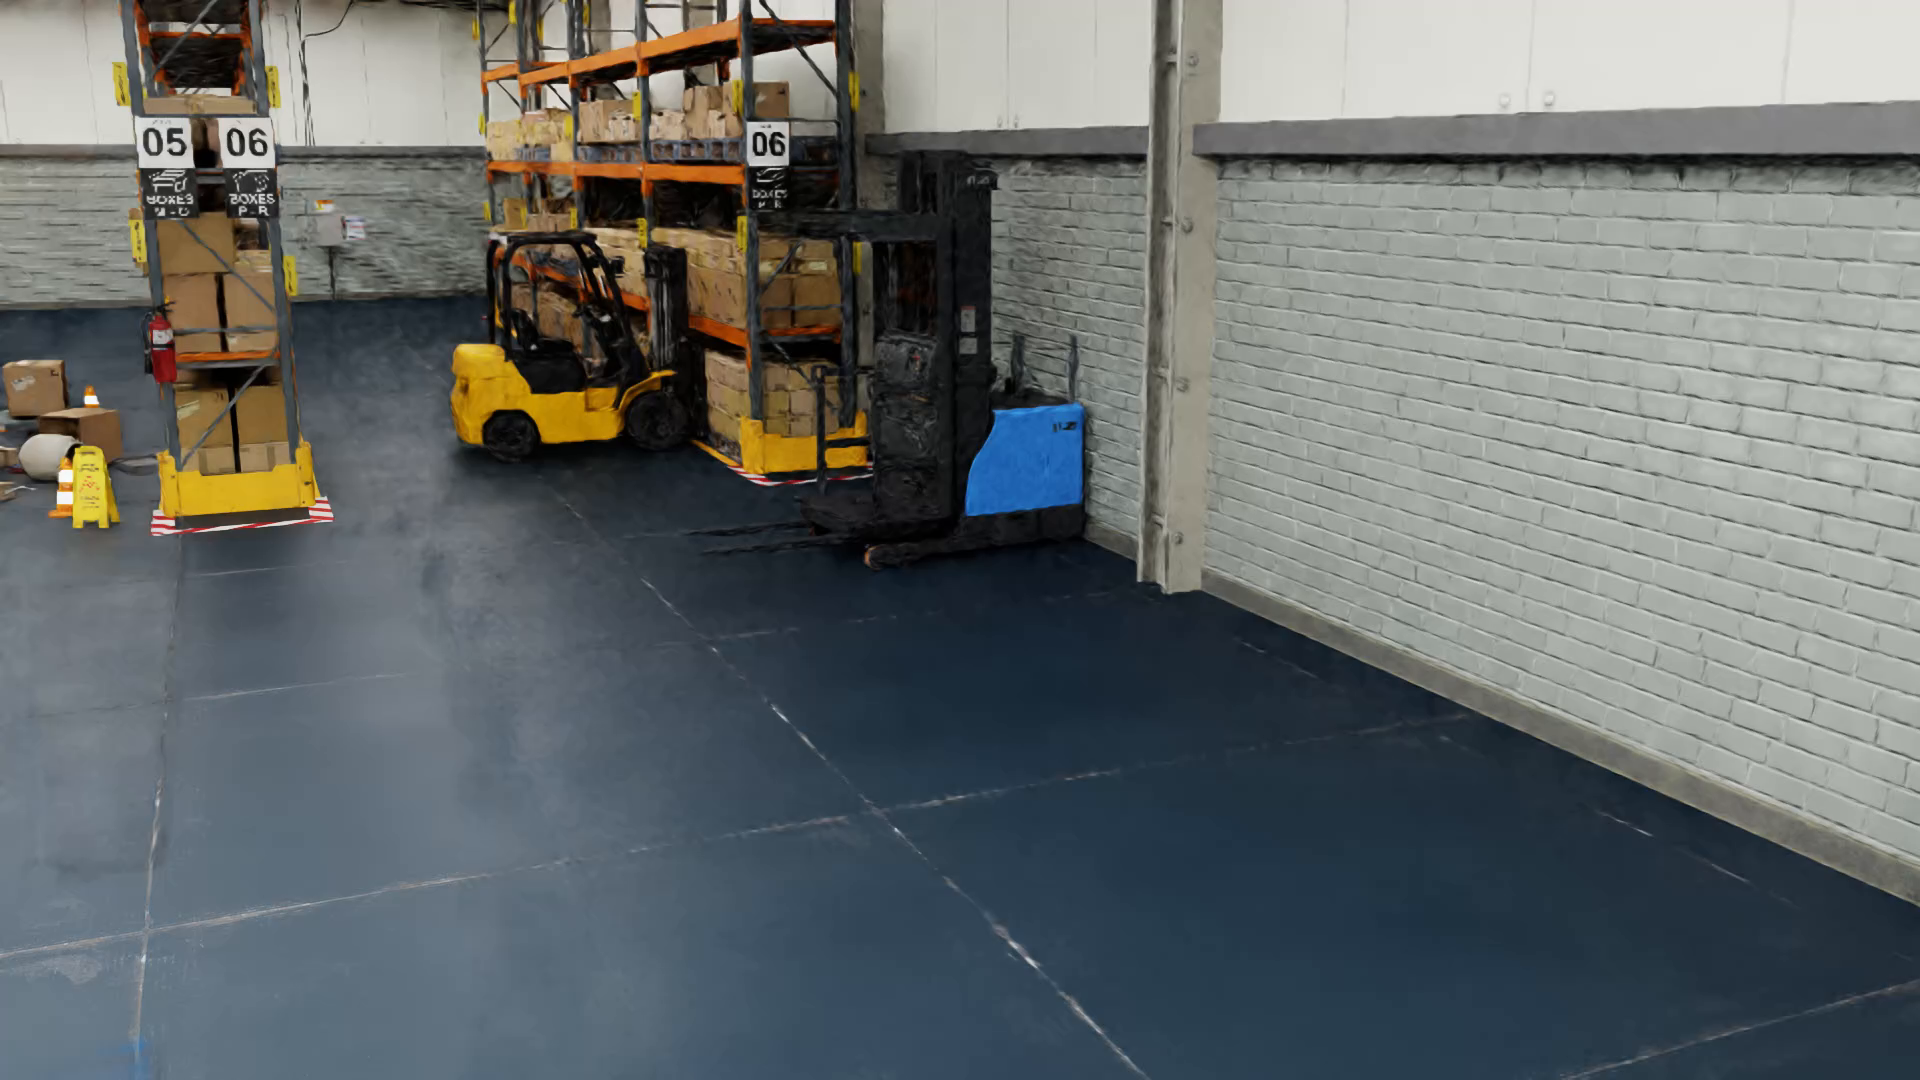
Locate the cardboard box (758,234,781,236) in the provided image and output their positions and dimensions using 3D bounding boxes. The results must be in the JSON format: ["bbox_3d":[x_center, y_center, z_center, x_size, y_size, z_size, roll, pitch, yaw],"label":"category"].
[{"bbox_3d":[-2.024,-3.086,17.230,0.380,0.149,0.250,-6,14,-23],"label":"cardboard box"}]

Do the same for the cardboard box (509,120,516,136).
[{"bbox_3d":[-6.933,-6.608,26.680,0.500,0.250,0.500,-6,14,-24],"label":"cardboard box"}]

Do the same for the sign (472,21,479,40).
[{"bbox_3d":[-8.399,-8.838,28.854,0.100,0.325,0.005,-6,14,-23],"label":"sign"}]

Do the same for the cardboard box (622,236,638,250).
[{"bbox_3d":[-3.831,-3.556,19.923,0.380,0.149,0.250,-6,14,-25],"label":"cardboard box"}]

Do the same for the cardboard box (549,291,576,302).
[{"bbox_3d":[-6.104,-3.747,25.581,0.380,0.149,0.250,-6,15,-26],"label":"cardboard box"}]

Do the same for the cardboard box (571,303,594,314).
[{"bbox_3d":[-5.264,-3.254,23.450,0.380,0.149,0.250,-6,15,-26],"label":"cardboard box"}]

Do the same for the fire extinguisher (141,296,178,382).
[{"bbox_3d":[-6.415,-1.613,13.360,0.296,0.674,0.183,-6,14,-23],"label":"fire extinguisher"}]

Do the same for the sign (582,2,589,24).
[{"bbox_3d":[-5.793,-8.151,25.707,0.100,0.325,0.005,-6,14,-23],"label":"sign"}]

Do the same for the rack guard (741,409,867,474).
[{"bbox_3d":[-1.483,-0.943,15.834,1.175,0.500,0.348,-6,14,-23],"label":"rack guard"}]

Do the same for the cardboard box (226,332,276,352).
[{"bbox_3d":[-5.985,-1.683,14.045,0.380,0.149,0.250,-6,14,-23],"label":"cardboard box"}]

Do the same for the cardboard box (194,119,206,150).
[{"bbox_3d":[-6.679,-3.436,14.084,0.500,0.250,0.500,-6,14,-24],"label":"cardboard box"}]

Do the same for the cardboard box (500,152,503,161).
[{"bbox_3d":[-7.462,-6.398,27.764,0.380,0.149,0.250,-6,14,-23],"label":"cardboard box"}]

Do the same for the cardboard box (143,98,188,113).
[{"bbox_3d":[-6.445,-3.487,13.420,0.380,0.149,0.250,-5,14,-22],"label":"cardboard box"}]

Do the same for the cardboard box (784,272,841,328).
[{"bbox_3d":[-1.436,-2.341,16.113,0.500,0.500,0.500,-5,14,-21],"label":"cardboard box"}]

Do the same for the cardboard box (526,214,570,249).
[{"bbox_3d":[-6.310,-4.778,25.708,0.700,0.500,0.500,-5,14,-22],"label":"cardboard box"}]

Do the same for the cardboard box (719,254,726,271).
[{"bbox_3d":[-2.154,-2.738,16.387,0.380,0.149,0.250,-6,14,-23],"label":"cardboard box"}]

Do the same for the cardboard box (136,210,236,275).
[{"bbox_3d":[-6.443,-2.483,13.846,0.700,0.500,0.500,-6,14,-24],"label":"cardboard box"}]

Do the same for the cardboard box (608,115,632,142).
[{"bbox_3d":[-3.915,-4.949,19.993,0.500,0.311,0.500,-6,14,-25],"label":"cardboard box"}]

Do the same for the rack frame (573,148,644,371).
[{"bbox_3d":[-4.697,-3.818,22.715,1.000,3.000,0.127,-6,14,-23],"label":"rack frame"}]

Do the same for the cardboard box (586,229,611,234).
[{"bbox_3d":[-4.731,-4.035,21.993,0.380,0.149,0.250,-5,14,-22],"label":"cardboard box"}]

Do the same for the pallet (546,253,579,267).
[{"bbox_3d":[-5.480,-4.126,24.470,1.003,0.211,1.213,-6,14,-23],"label":"pallet"}]

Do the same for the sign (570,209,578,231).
[{"bbox_3d":[-5.190,-4.293,22.373,0.100,0.325,0.005,-6,14,-23],"label":"sign"}]

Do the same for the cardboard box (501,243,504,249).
[{"bbox_3d":[-7.877,-5.208,29.275,0.380,0.149,0.250,-5,14,-22],"label":"cardboard box"}]

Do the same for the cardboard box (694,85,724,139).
[{"bbox_3d":[-2.211,-4.219,16.419,0.700,0.500,0.500,-6,14,-23],"label":"cardboard box"}]

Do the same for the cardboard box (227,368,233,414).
[{"bbox_3d":[-7.221,-1.410,15.813,0.500,0.500,0.500,-5,14,-20],"label":"cardboard box"}]

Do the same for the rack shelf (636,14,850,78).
[{"bbox_3d":[-2.293,-4.956,16.808,1.077,0.370,4.000,-6,14,-23],"label":"rack shelf"}]

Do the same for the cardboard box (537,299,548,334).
[{"bbox_3d":[-6.311,-3.511,26.000,0.500,0.500,0.500,-5,14,-21],"label":"cardboard box"}]

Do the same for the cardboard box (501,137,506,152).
[{"bbox_3d":[-7.330,-6.573,27.638,0.500,0.250,0.500,-6,14,-24],"label":"cardboard box"}]

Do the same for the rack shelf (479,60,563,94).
[{"bbox_3d":[-7.100,-7.628,27.476,1.077,0.370,4.000,-6,14,-23],"label":"rack shelf"}]

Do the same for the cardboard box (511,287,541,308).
[{"bbox_3d":[-7.316,-4.024,28.218,0.500,0.500,0.500,-5,14,-22],"label":"cardboard box"}]

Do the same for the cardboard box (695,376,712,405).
[{"bbox_3d":[-2.391,-1.556,16.997,0.500,0.250,0.500,-6,14,-24],"label":"cardboard box"}]

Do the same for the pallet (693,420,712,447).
[{"bbox_3d":[-2.322,-1.213,17.641,1.003,0.211,1.213,-6,14,-23],"label":"pallet"}]

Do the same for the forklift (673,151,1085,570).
[{"bbox_3d":[-0.591,-1.351,12.206,3.031,2.935,1.130,-7,15,-27],"label":"forklift"}]

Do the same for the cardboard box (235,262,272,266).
[{"bbox_3d":[-6.390,-2.245,15.035,0.500,0.500,0.500,-6,14,-24],"label":"cardboard box"}]

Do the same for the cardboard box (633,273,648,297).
[{"bbox_3d":[-3.536,-2.999,19.509,0.500,0.250,0.500,-5,14,-22],"label":"cardboard box"}]

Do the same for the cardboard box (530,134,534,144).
[{"bbox_3d":[-6.132,-5.928,24.584,0.380,0.149,0.250,-6,14,-24],"label":"cardboard box"}]

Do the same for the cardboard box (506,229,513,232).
[{"bbox_3d":[-7.334,-5.112,27.980,0.500,0.250,0.500,-6,14,-24],"label":"cardboard box"}]

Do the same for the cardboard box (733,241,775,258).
[{"bbox_3d":[-1.956,-2.778,15.901,0.380,0.149,0.250,-6,14,-23],"label":"cardboard box"}]

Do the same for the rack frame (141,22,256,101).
[{"bbox_3d":[-7.641,-5.465,16.527,1.000,3.000,0.127,-6,14,-23],"label":"rack frame"}]

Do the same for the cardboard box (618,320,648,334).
[{"bbox_3d":[-3.921,-2.462,21.192,0.875,0.625,0.625,-6,14,-25],"label":"cardboard box"}]

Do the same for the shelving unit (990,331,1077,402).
[{"bbox_3d":[0.435,-0.901,13.275,0.587,1.500,1.083,-2,9,-24],"label":"shelving unit"}]

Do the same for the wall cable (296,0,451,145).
[{"bbox_3d":[-11.727,-9.424,33.547,2.988,3.039,0.133,-6,14,-23],"label":"wall cable"}]

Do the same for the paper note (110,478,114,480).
[{"bbox_3d":[-7.844,-0.562,15.230,0.142,0.019,0.148,-12,18,-42],"label":"paper note"}]

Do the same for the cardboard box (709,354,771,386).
[{"bbox_3d":[-2.172,-1.689,16.466,0.500,0.250,0.500,-5,14,-22],"label":"cardboard box"}]

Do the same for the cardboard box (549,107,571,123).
[{"bbox_3d":[-6.114,-6.527,25.590,0.396,0.266,0.258,-6,14,-24],"label":"cardboard box"}]

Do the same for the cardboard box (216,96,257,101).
[{"bbox_3d":[-7.717,-4.638,17.897,0.500,0.250,0.500,-6,14,-24],"label":"cardboard box"}]

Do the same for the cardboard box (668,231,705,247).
[{"bbox_3d":[-2.932,-3.249,17.933,0.380,0.149,0.250,-5,14,-22],"label":"cardboard box"}]

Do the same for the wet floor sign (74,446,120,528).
[{"bbox_3d":[-6.943,-0.433,13.311,0.267,0.644,0.232,-1,13,-4],"label":"wet floor sign"}]

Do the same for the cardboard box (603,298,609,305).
[{"bbox_3d":[-5.048,-3.472,24.395,0.380,0.149,0.250,-6,14,-24],"label":"cardboard box"}]
